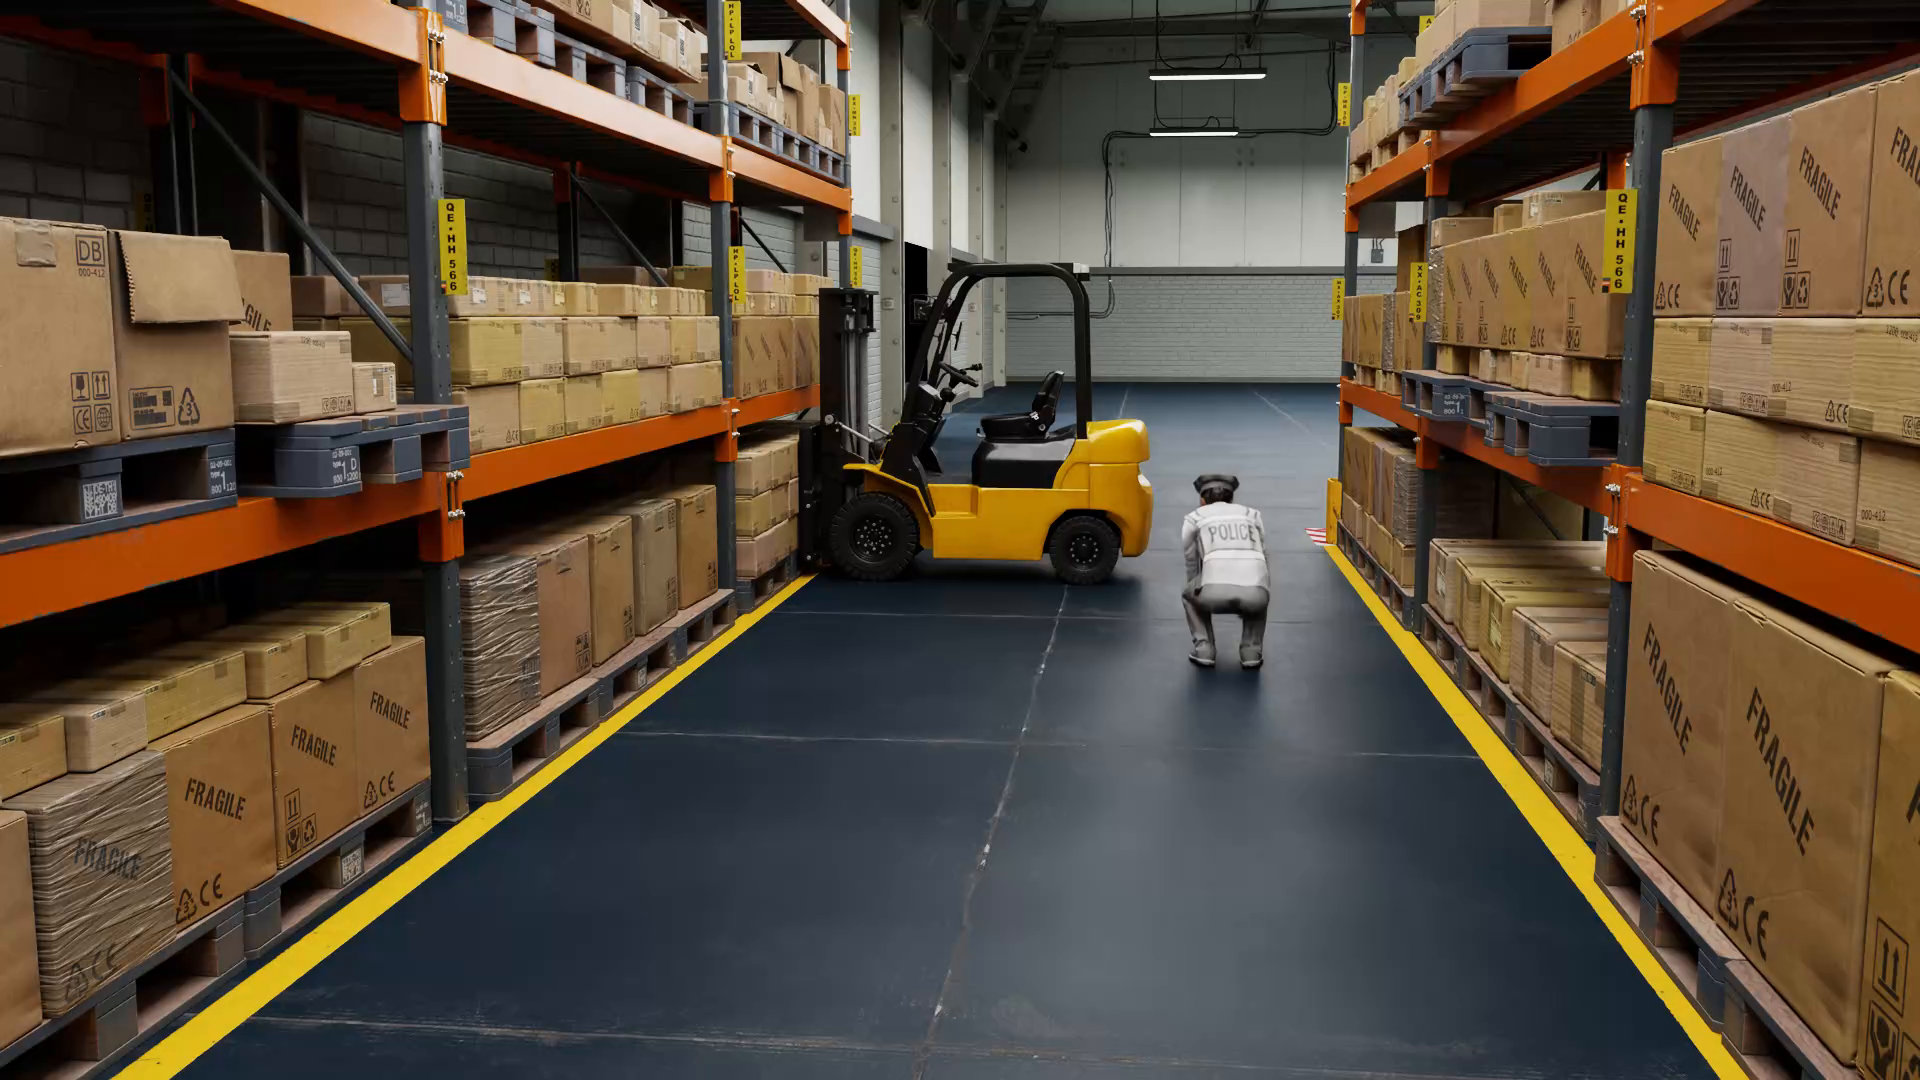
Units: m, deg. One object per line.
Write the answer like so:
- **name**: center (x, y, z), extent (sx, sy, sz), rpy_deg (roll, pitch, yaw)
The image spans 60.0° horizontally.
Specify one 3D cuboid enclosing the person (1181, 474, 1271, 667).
- **person**: center (1.408, 0.151, 8.798), extent (0.468, 0.979, 0.837), rpy_deg (1, 8, 5)
